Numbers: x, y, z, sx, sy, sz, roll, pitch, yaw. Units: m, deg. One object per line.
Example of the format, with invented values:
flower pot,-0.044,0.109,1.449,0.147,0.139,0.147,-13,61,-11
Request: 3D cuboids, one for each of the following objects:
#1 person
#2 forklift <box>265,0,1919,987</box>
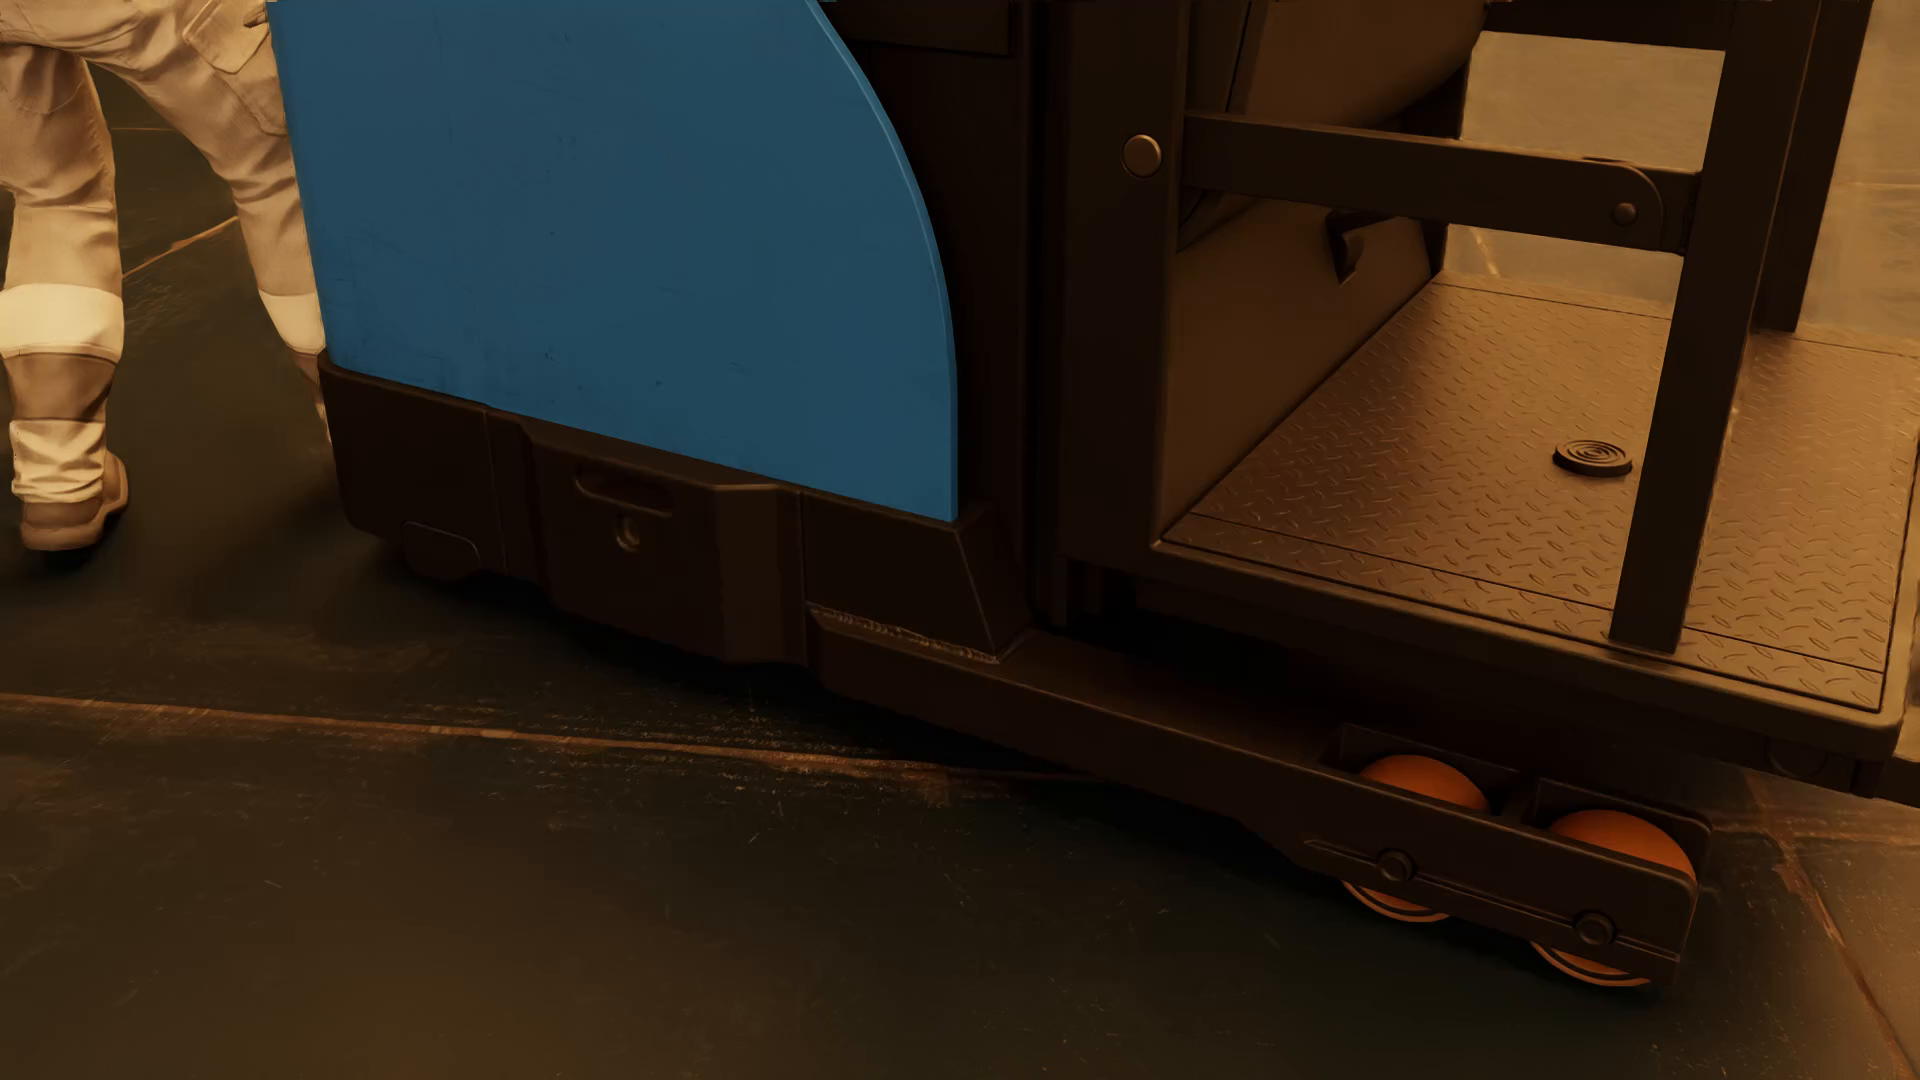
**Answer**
person,-1.204,-0.859,2.295,0.747,1.744,0.652,3,27,6
forklift,0.637,-1.148,1.518,3.031,2.935,1.130,14,30,26
